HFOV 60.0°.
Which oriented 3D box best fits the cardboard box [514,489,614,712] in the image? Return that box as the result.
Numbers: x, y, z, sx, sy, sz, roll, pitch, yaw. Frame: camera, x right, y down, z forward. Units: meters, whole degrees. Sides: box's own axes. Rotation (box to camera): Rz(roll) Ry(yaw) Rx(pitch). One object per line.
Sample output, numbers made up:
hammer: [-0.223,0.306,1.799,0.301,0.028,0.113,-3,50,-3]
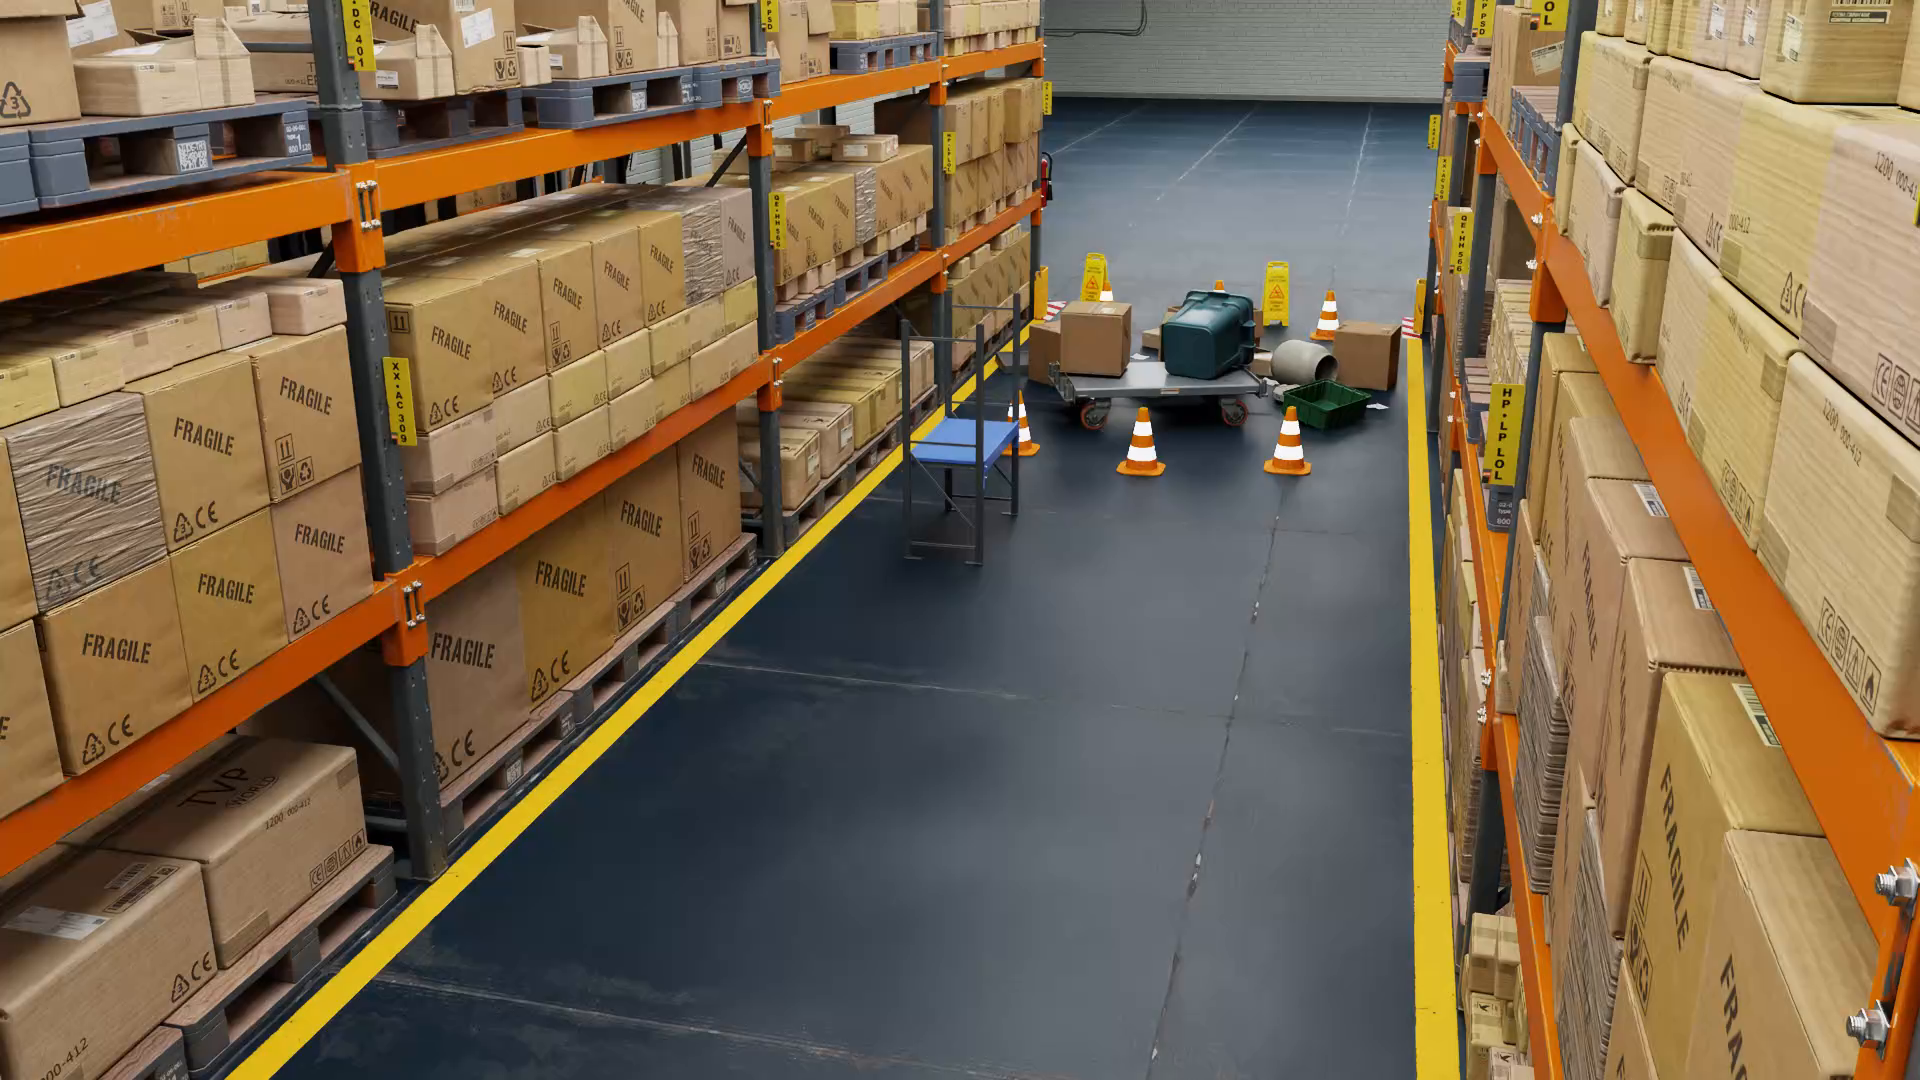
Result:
cardboard box: [-2.292,0.223,8.032,0.875,0.875,0.875,5,20,15]

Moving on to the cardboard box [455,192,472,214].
cardboard box: [-4.966,-3.328,15.636,0.500,0.500,0.500,5,19,14]

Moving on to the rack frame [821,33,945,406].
rack frame: [-0.624,-2.607,13.679,1.000,3.000,0.127,5,19,13]

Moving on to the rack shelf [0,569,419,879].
rack shelf: [-3.068,0.868,4.619,1.077,0.370,4.000,5,19,13]

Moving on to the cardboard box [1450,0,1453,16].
cardboard box: [4.783,-4.966,15.529,0.380,0.149,0.250,5,19,14]

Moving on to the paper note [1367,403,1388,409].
paper note: [3.487,-1.125,13.934,0.147,0.020,0.142,-9,21,-24]

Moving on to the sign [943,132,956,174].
sign: [-0.085,-3.112,13.367,0.100,0.325,0.005,5,19,13]

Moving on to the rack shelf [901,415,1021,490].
rack shelf: [0.021,-0.566,10.582,0.538,0.185,1.000,5,19,13]

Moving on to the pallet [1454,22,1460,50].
pallet: [4.711,-4.262,14.021,1.003,0.211,1.213,5,19,13]

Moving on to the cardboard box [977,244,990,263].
cardboard box: [0.057,-2.610,15.129,0.380,0.149,0.250,6,20,17]

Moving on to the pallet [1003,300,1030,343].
pallet: [0.102,-2.265,16.993,1.003,0.211,1.213,5,19,13]

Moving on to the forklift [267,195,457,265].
forklift: [-3.483,-1.455,10.413,1.130,2.935,3.031,4,19,12]

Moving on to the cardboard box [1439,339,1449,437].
cardboard box: [4.136,-1.180,12.333,1.050,0.750,0.750,5,19,13]

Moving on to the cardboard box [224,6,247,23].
cardboard box: [-5.601,-3.934,12.508,0.380,0.149,0.250,4,19,13]

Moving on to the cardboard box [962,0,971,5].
cardboard box: [-0.122,-4.524,13.805,0.380,0.149,0.250,4,19,12]

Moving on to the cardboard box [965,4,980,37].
cardboard box: [-0.134,-4.375,13.986,0.500,0.250,0.500,4,19,13]

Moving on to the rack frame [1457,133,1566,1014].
rack frame: [2.246,0.260,5.286,1.000,3.000,0.127,5,19,13]

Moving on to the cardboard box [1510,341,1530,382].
cardboard box: [2.538,-0.736,7.020,0.380,0.149,0.250,4,19,13]

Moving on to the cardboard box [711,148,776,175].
cardboard box: [-1.475,-2.582,11.338,0.380,0.149,0.250,4,19,11]

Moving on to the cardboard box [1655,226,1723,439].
cardboard box: [1.375,-0.313,2.556,0.500,0.250,0.500,6,20,16]

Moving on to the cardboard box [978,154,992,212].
cardboard box: [-0.011,-3.226,14.878,0.500,0.500,0.500,4,19,13]

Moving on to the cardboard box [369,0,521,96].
cardboard box: [-2.082,-2.018,6.511,0.500,0.500,0.500,4,19,12]

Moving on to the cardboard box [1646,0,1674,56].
cardboard box: [1.572,-1.034,3.274,0.380,0.149,0.250,6,20,16]

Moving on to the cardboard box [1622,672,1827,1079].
cardboard box: [1.263,0.530,2.332,0.500,0.500,0.500,4,19,12]

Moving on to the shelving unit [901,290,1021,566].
shelving unit: [0.021,-0.736,10.523,0.538,1.500,1.048,5,19,13]

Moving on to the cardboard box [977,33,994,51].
cardboard box: [0.090,-4.383,14.627,0.380,0.149,0.250,4,19,12]

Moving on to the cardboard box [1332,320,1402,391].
cardboard box: [3.585,-1.634,14.693,0.500,0.500,0.500,8,21,23]

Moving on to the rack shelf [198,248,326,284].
rack shelf: [-5.927,-2.030,13.104,1.077,0.370,4.000,5,19,13]

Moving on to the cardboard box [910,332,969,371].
cardboard box: [-0.218,-1.668,14.535,0.500,0.250,0.500,4,19,11]

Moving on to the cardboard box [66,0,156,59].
cardboard box: [-2.926,-1.644,5.262,0.500,0.500,0.500,5,19,14]

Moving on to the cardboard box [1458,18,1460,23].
cardboard box: [4.165,-4.174,13.211,0.380,0.149,0.250,5,19,14]

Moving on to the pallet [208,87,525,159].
pallet: [-2.403,-1.720,6.737,0.805,0.209,1.217,4,19,11]

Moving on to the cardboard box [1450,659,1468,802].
cardboard box: [2.308,0.831,6.830,0.500,0.500,0.500,4,19,12]

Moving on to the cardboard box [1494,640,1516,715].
cardboard box: [1.859,0.442,5.143,0.380,0.149,0.250,5,20,15]

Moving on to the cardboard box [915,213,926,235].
cardboard box: [-0.482,-2.504,13.116,0.380,0.149,0.250,5,19,14]

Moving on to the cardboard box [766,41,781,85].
cardboard box: [-1.297,-2.874,10.029,0.396,0.266,0.258,5,19,13]

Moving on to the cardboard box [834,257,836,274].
cardboard box: [-1.058,-1.855,11.215,0.380,0.149,0.250,6,20,17]

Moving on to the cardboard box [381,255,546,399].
cardboard box: [-2.095,-0.897,6.971,0.500,0.500,0.500,5,19,13]

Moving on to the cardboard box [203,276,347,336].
cardboard box: [-2.345,-0.805,5.699,0.380,0.149,0.250,4,19,12]

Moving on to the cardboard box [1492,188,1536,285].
cardboard box: [3.342,-1.654,9.189,0.700,0.500,0.500,5,19,13]

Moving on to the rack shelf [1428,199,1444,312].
rack shelf: [4.689,-2.534,14.579,1.077,0.370,4.000,5,19,13]

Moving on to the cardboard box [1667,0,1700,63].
cardboard box: [1.521,-0.951,3.031,0.380,0.149,0.250,4,19,12]

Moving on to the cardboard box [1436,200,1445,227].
cardboard box: [4.759,-3.113,14.928,0.875,0.550,0.550,5,19,13]

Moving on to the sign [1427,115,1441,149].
sign: [4.641,-3.994,16.279,0.100,0.325,0.005,5,19,13]

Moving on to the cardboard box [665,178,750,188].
cardboard box: [-1.644,-2.067,10.835,0.500,0.500,0.500,4,19,13]

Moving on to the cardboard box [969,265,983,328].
cardboard box: [-0.099,-2.192,14.907,0.500,0.500,0.500,5,20,16]

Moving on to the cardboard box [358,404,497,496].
cardboard box: [-2.198,-0.381,6.620,0.500,0.250,0.500,4,19,12]

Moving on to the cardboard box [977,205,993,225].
cardboard box: [0.085,-2.962,15.106,0.380,0.149,0.250,5,19,14]

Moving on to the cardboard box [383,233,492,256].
cardboard box: [-2.451,-1.100,7.565,0.500,0.500,0.500,5,20,15]

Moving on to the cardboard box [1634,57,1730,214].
cardboard box: [1.520,-0.714,2.955,0.500,0.250,0.500,4,19,11]

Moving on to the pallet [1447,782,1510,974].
pallet: [2.435,1.335,6.452,1.003,0.211,1.213,5,19,13]

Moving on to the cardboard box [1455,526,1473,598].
cardboard box: [2.563,0.145,7.678,0.500,0.250,0.500,5,19,14]

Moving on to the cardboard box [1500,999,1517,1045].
cardboard box: [1.872,1.444,5.119,0.380,0.149,0.250,5,19,14]

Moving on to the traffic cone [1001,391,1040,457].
traffic cone: [0.430,-0.907,12.628,0.336,0.463,0.334,5,19,13]

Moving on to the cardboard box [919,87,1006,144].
cardboard box: [0.028,-3.873,15.224,0.700,0.500,0.500,5,19,13]

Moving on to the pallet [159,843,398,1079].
pallet: [-2.841,1.452,6.109,1.003,0.211,1.213,5,19,13]

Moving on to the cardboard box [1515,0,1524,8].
cardboard box: [2.731,-2.556,7.551,0.396,0.266,0.258,5,19,13]

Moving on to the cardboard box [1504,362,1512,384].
cardboard box: [2.597,-0.675,7.302,0.380,0.149,0.250,4,19,13]

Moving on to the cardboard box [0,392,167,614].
cardboard box: [-2.674,-0.132,4.730,0.500,0.500,0.500,5,19,14]
